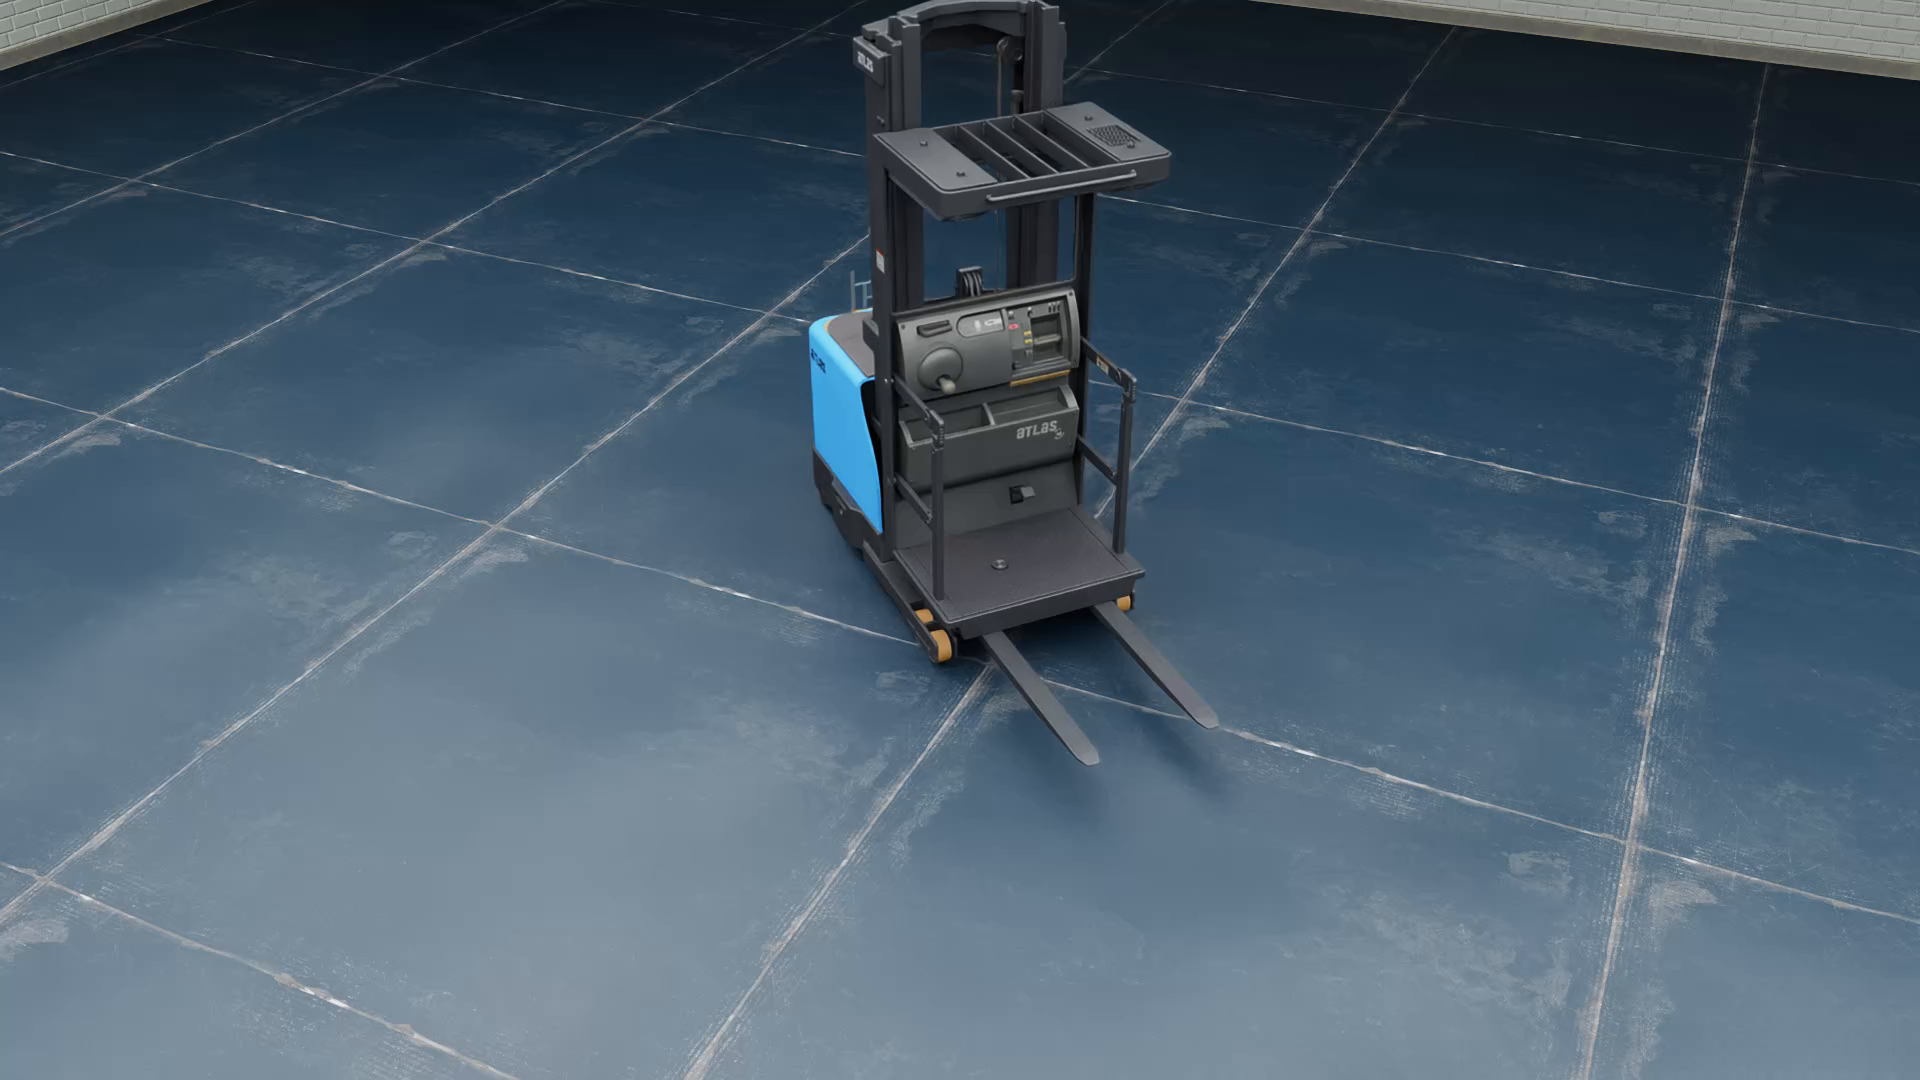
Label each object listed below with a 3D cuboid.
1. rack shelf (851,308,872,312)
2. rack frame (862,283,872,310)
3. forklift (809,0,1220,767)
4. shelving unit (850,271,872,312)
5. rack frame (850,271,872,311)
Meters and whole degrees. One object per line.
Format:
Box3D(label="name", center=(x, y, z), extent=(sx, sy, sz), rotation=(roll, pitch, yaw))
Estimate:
Box3D(label="rack shelf", center=(-0.459, -1.229, 9.323), extent=(0.258, 0.103, 0.180), rotation=(-14, 36, -20))
Box3D(label="rack frame", center=(-0.421, -0.920, 9.427), extent=(0.240, 1.200, 0.006), rotation=(-14, 36, -20))
Box3D(label="forklift", center=(0.236, -0.890, 7.803), extent=(1.130, 2.935, 3.031), rotation=(-14, 36, -20))
Box3D(label="shelving unit", center=(-0.459, -0.965, 9.496), extent=(0.258, 1.200, 0.189), rotation=(-14, 36, -20))
Box3D(label="rack frame", center=(-0.497, -1.011, 9.566), extent=(0.240, 1.200, 0.006), rotation=(-14, 36, -20))
